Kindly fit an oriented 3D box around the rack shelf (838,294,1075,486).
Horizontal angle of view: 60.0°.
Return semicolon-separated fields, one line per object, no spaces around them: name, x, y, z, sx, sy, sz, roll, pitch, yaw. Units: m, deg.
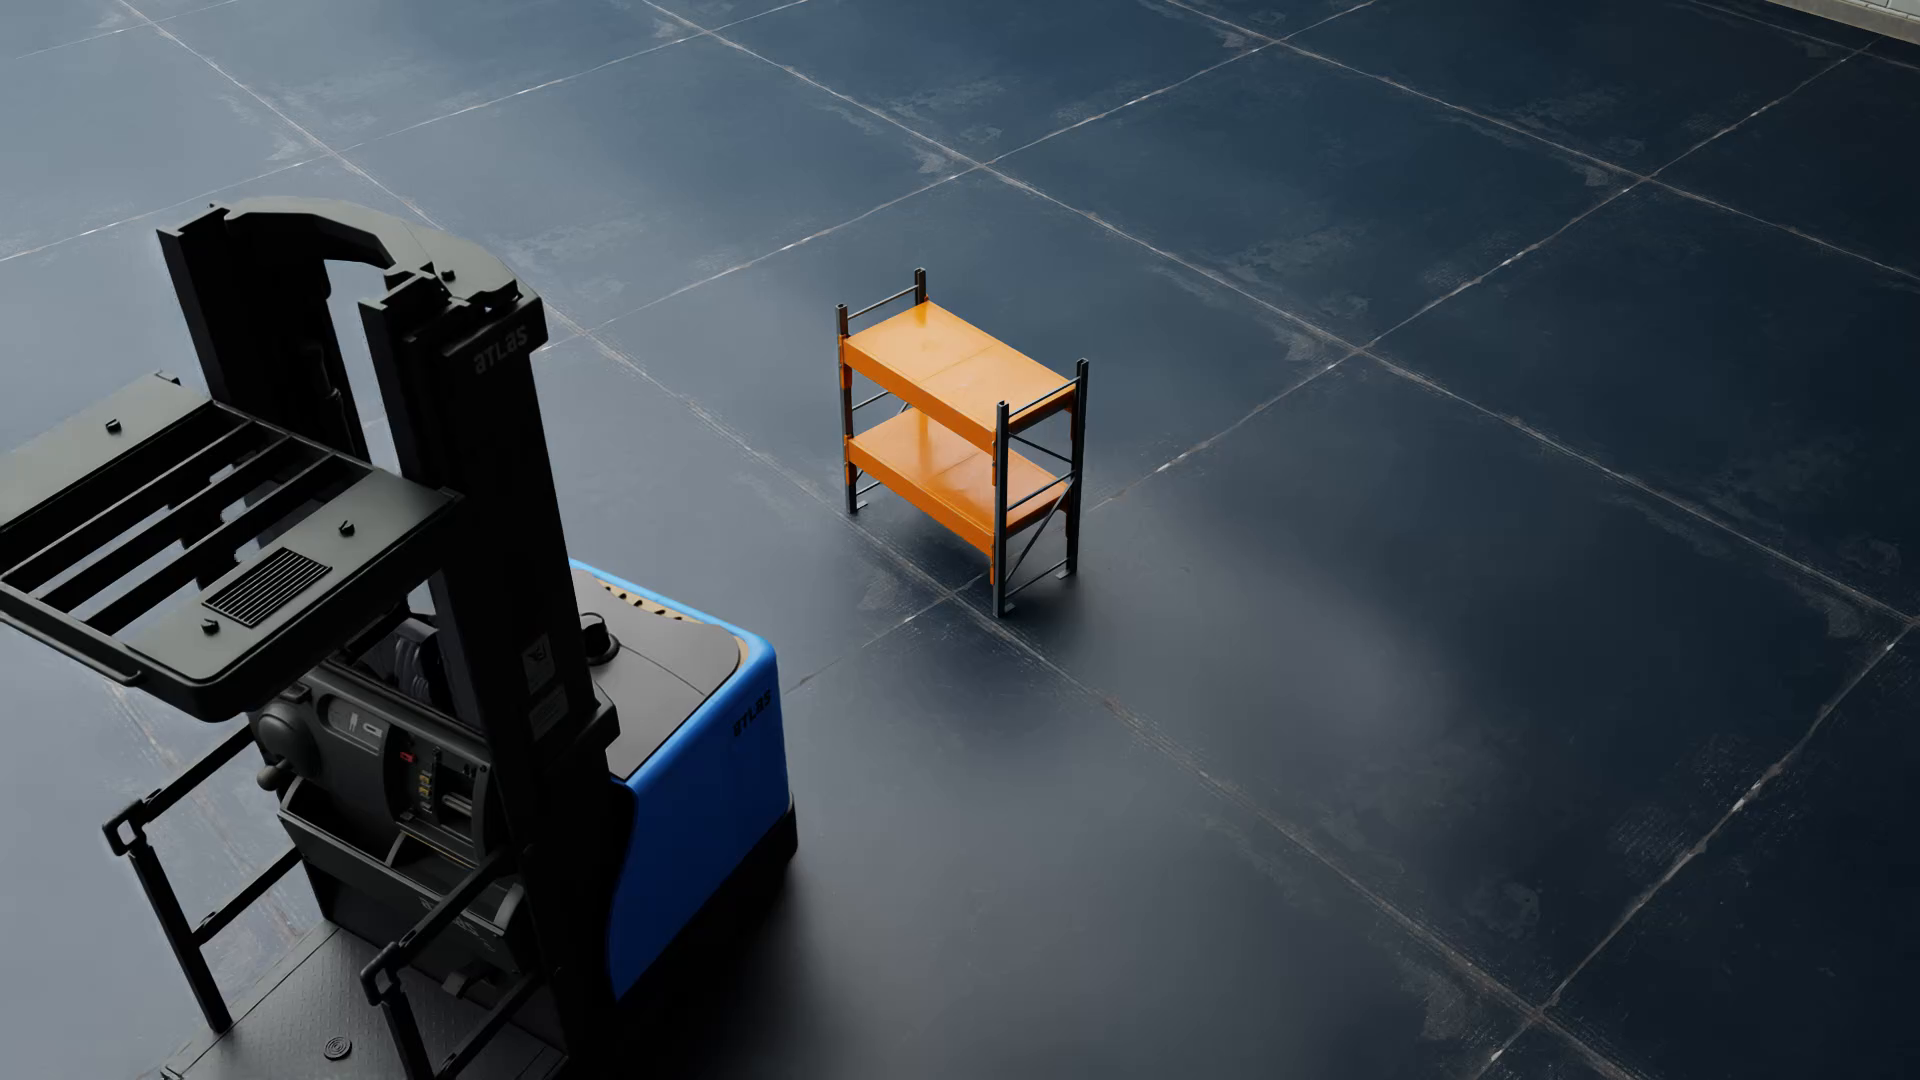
rack shelf;-0.005;-0.668;7.217;0.538;0.278;1.000;-30;48;-32

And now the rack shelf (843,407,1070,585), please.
rack shelf;-0.005;-0.251;7.554;0.538;0.278;1.000;-30;48;-32

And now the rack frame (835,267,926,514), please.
rack frame;-0.348;-0.676;7.692;0.500;1.125;0.032;-30;48;-32

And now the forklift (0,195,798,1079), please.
forklift;-1.783;0.689;4.564;1.130;2.935;3.031;20;43;23

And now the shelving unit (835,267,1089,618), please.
shelving unit;-0.005;-0.441;7.400;0.538;1.125;1.048;-30;48;-32

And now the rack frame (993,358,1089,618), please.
rack frame;0.339;-0.205;7.109;0.500;1.125;0.032;-30;48;-32
